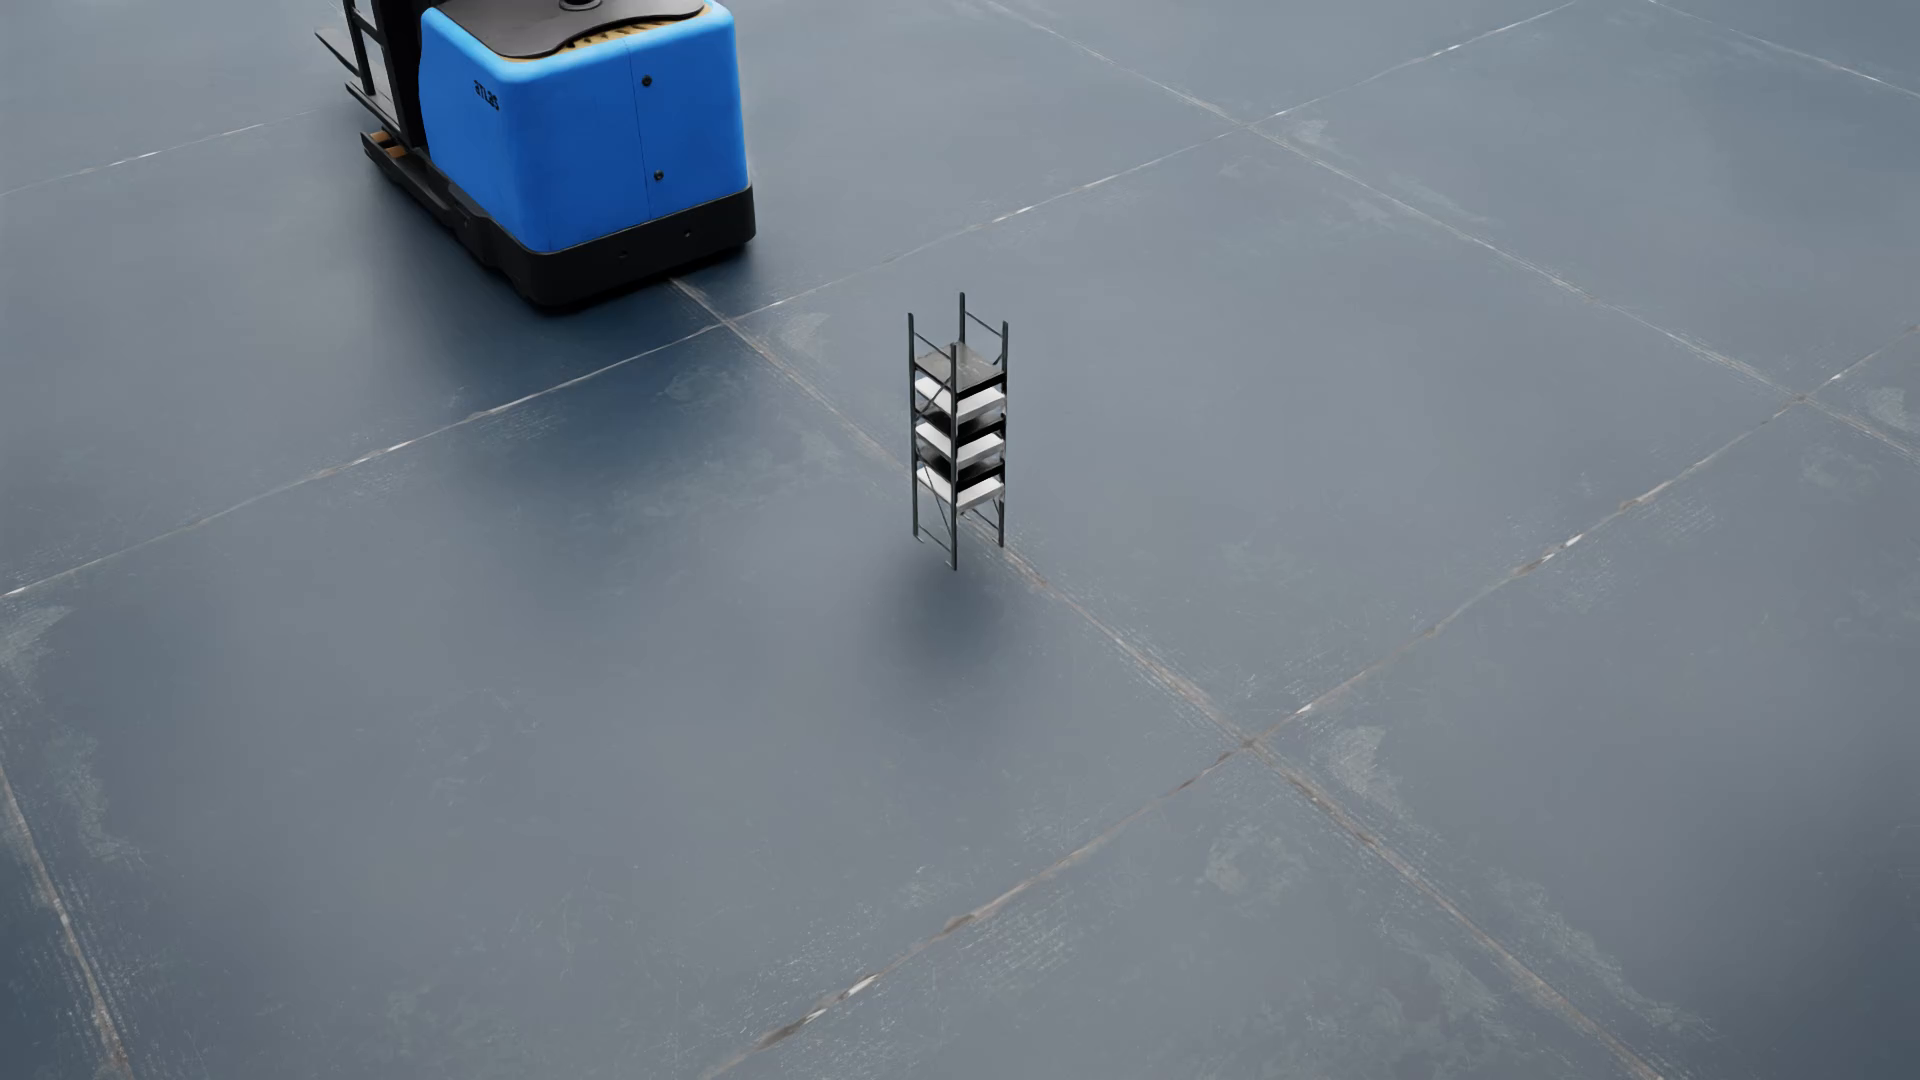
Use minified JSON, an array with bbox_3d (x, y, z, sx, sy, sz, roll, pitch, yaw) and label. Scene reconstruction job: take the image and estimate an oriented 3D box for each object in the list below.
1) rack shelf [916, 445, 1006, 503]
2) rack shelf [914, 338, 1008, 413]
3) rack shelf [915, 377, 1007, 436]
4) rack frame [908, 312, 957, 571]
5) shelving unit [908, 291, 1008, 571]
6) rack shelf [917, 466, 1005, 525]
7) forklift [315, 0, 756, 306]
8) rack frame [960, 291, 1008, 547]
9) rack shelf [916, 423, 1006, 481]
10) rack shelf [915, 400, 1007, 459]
[{"bbox_3d":[-0.006,-0.249,5.539,0.200,0.077,0.258,-26,46,-28],"label":"rack shelf"},{"bbox_3d":[-0.006,-0.528,5.311,0.200,0.077,0.258,-26,46,-28],"label":"rack shelf"},{"bbox_3d":[-0.006,-0.458,5.368,0.200,0.077,0.258,-26,46,-28],"label":"rack shelf"},{"bbox_3d":[-0.087,-0.305,5.413,0.006,0.900,0.240,-26,46,-28],"label":"rack frame"},{"bbox_3d":[-0.006,-0.345,5.461,0.210,0.900,0.258,-26,46,-28],"label":"shelving unit"},{"bbox_3d":[-0.006,-0.180,5.596,0.200,0.077,0.258,-26,46,-28],"label":"rack shelf"},{"bbox_3d":[-2.177,-2.976,7.067,1.130,2.935,3.031,-25,46,-28],"label":"forklift"},{"bbox_3d":[0.074,-0.384,5.509,0.006,0.900,0.240,-26,46,-28],"label":"rack frame"},{"bbox_3d":[-0.006,-0.319,5.482,0.200,0.077,0.258,-26,46,-28],"label":"rack shelf"},{"bbox_3d":[-0.006,-0.389,5.425,0.200,0.077,0.258,-26,46,-28],"label":"rack shelf"}]
